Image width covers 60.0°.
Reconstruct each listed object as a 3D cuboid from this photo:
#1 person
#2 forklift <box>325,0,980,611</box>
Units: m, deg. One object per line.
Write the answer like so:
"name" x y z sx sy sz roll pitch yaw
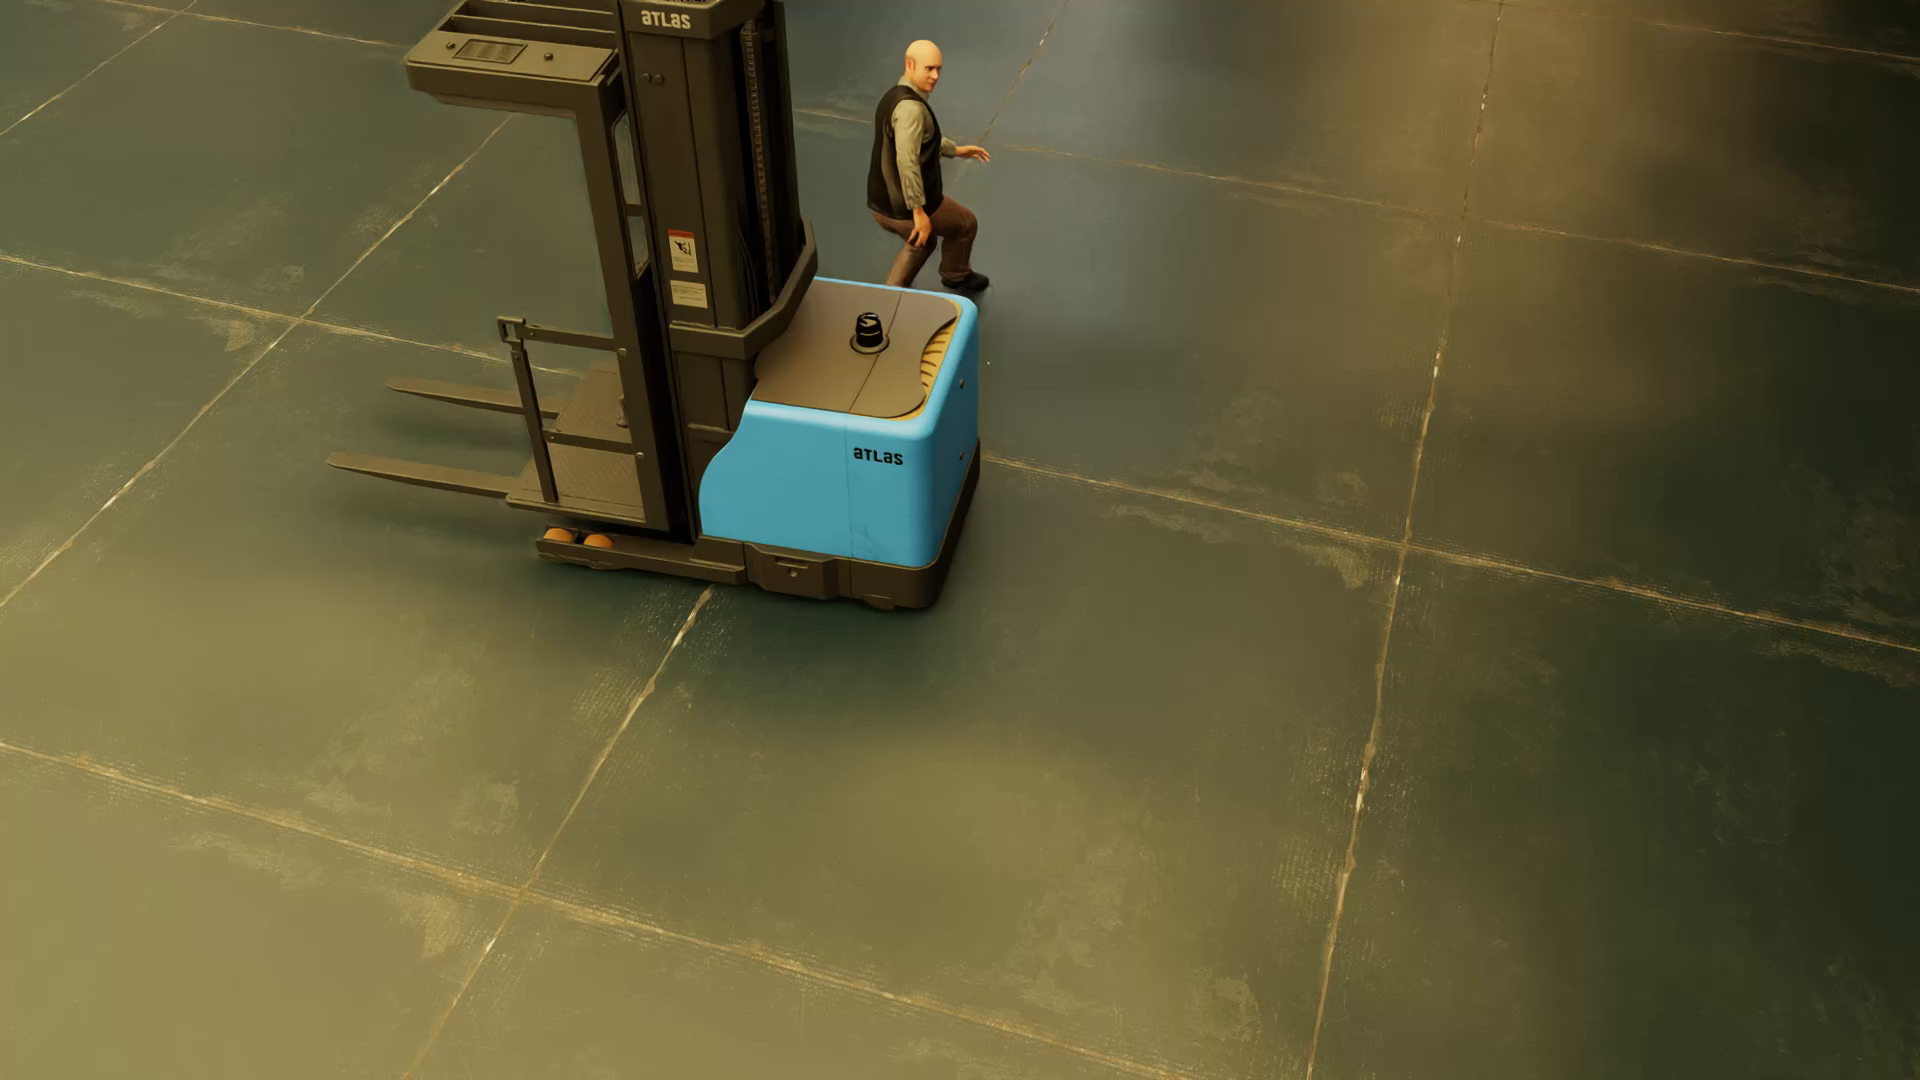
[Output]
"person" -0.114 -1.816 8.673 0.770 1.555 0.745 -24 48 -24
"forklift" -1.476 -1.278 7.063 3.031 2.935 1.130 9 44 9
